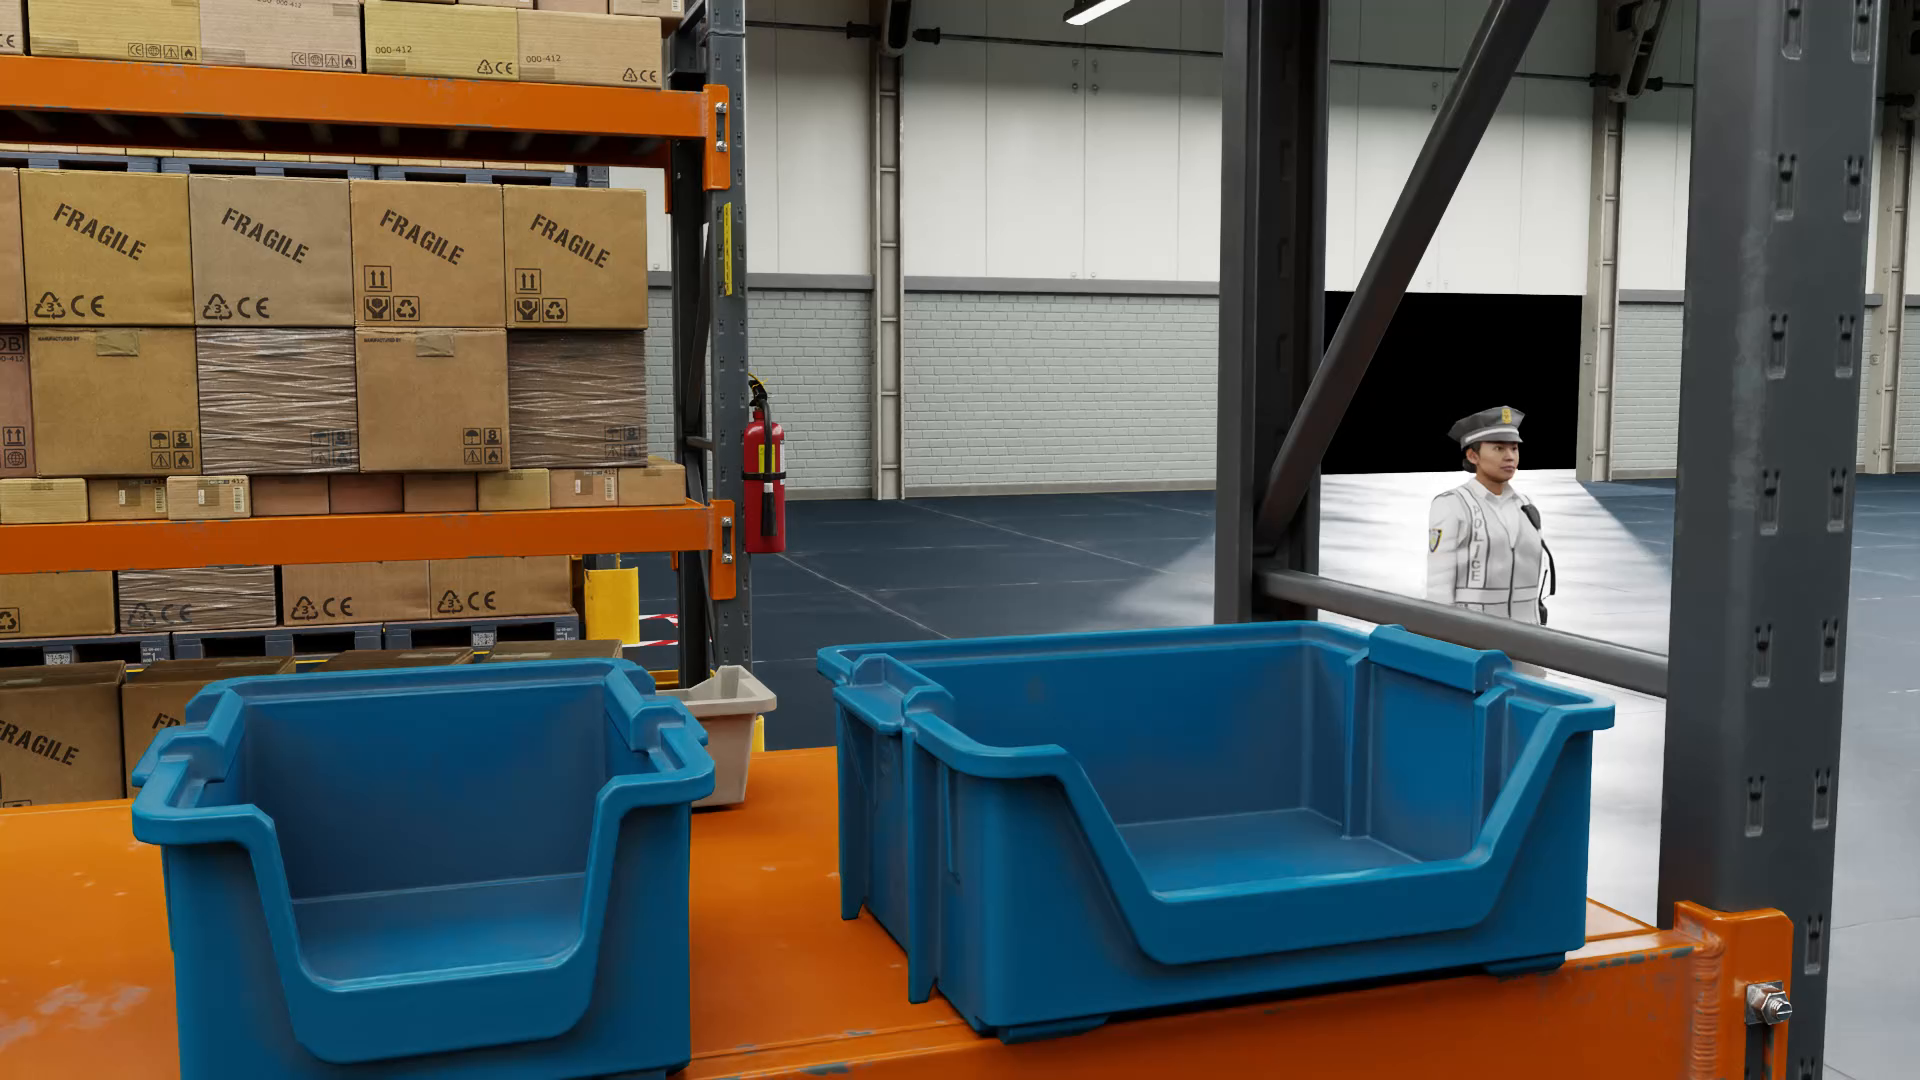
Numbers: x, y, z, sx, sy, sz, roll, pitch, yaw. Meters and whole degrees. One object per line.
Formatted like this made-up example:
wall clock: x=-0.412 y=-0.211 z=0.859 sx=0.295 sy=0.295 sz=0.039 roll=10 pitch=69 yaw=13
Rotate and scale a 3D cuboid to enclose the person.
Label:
person: x=1.852 y=0.357 z=5.907 sx=0.477 sy=1.654 sz=0.840 roll=-1 pitch=6 yaw=-14
